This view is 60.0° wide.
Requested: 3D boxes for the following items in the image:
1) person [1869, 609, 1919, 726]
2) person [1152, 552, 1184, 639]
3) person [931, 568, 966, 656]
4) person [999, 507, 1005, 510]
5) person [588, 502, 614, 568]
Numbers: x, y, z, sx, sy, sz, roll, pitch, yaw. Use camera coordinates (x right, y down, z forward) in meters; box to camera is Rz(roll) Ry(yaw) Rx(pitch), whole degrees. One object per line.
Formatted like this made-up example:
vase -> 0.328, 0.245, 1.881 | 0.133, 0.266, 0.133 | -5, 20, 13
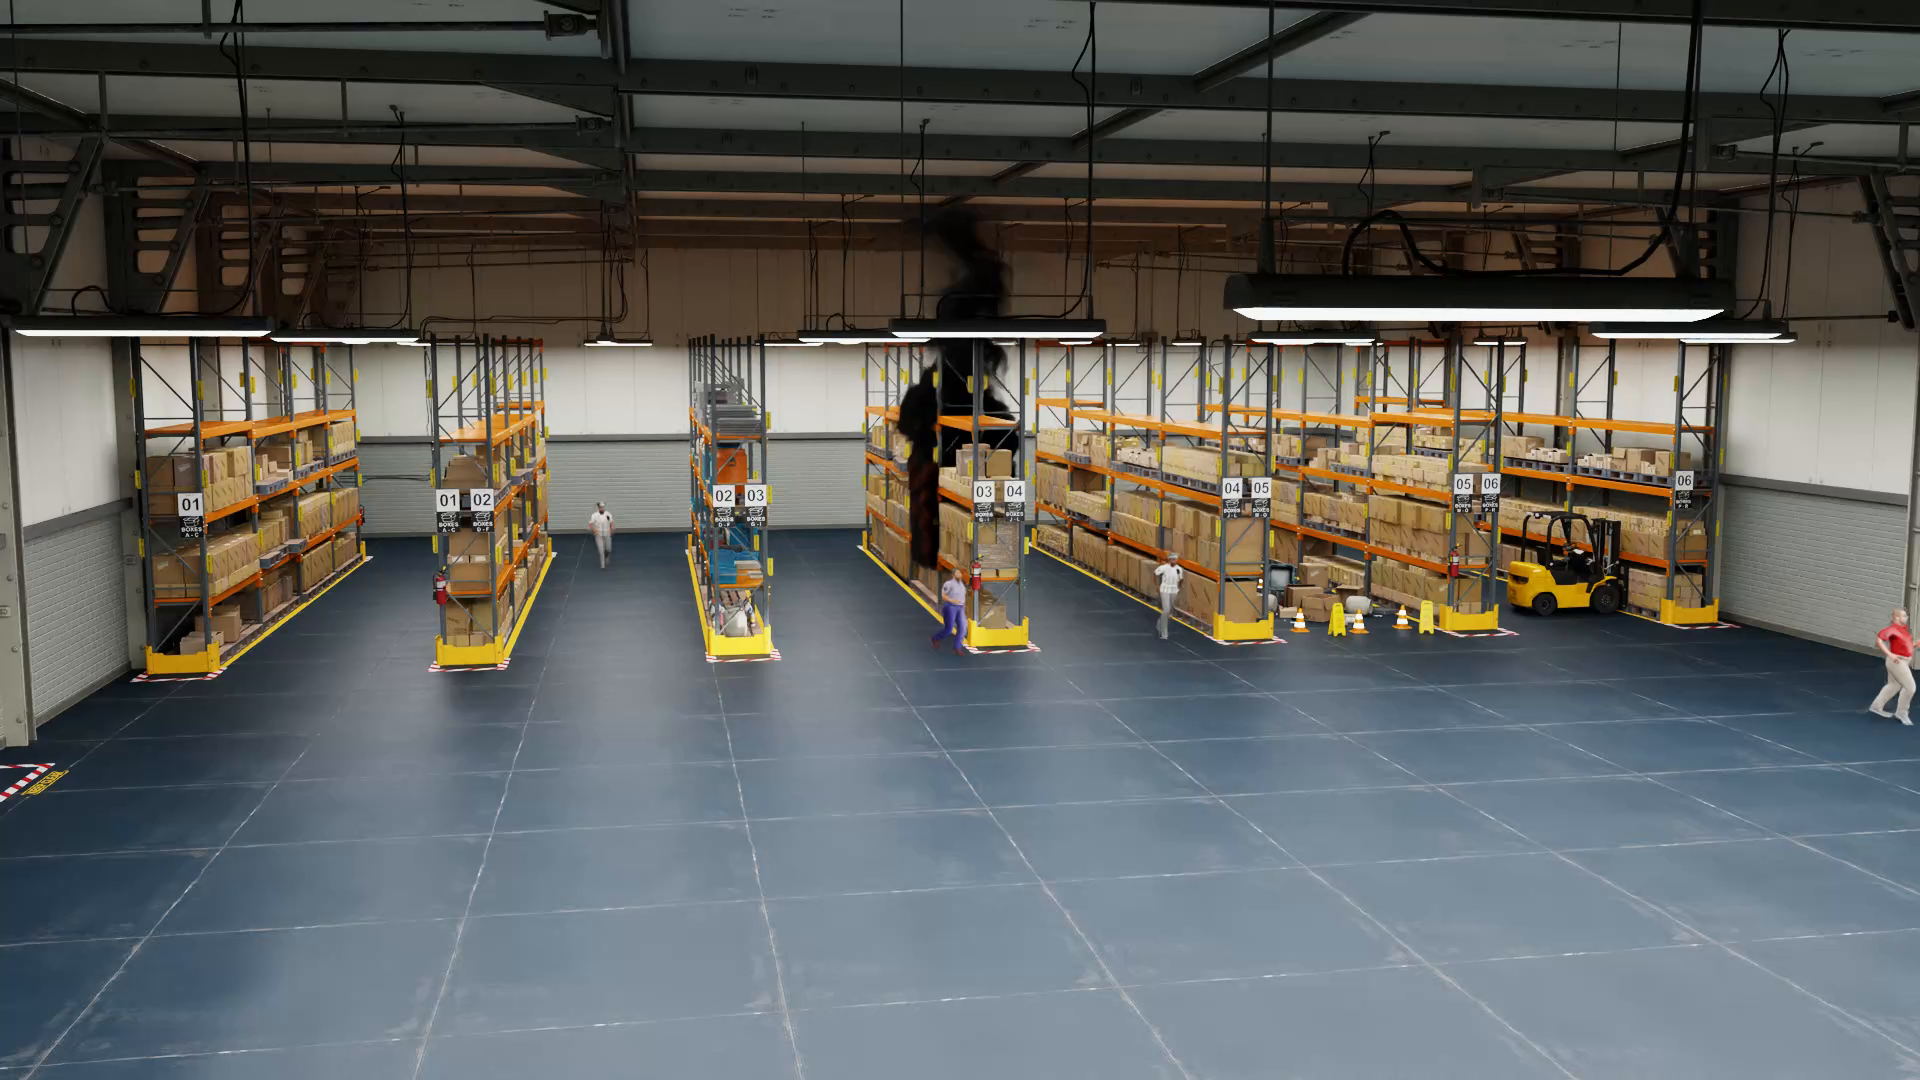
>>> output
person -> 14.422, 1.955, 25.561 | 0.745, 1.798, 0.639 | 5, 8, 38
person -> 4.188, 1.092, 33.349 | 0.585, 1.733, 0.775 | -3, 7, -21
person -> -0.135, 1.339, 31.406 | 0.617, 1.647, 0.793 | -6, 9, -43
person -> 1.024, -0.590, 47.688 | 0.719, 1.702, 0.563 | 1, 7, 11
person -> -9.411, -0.143, 43.682 | 0.673, 1.752, 0.600 | -2, 7, -20
